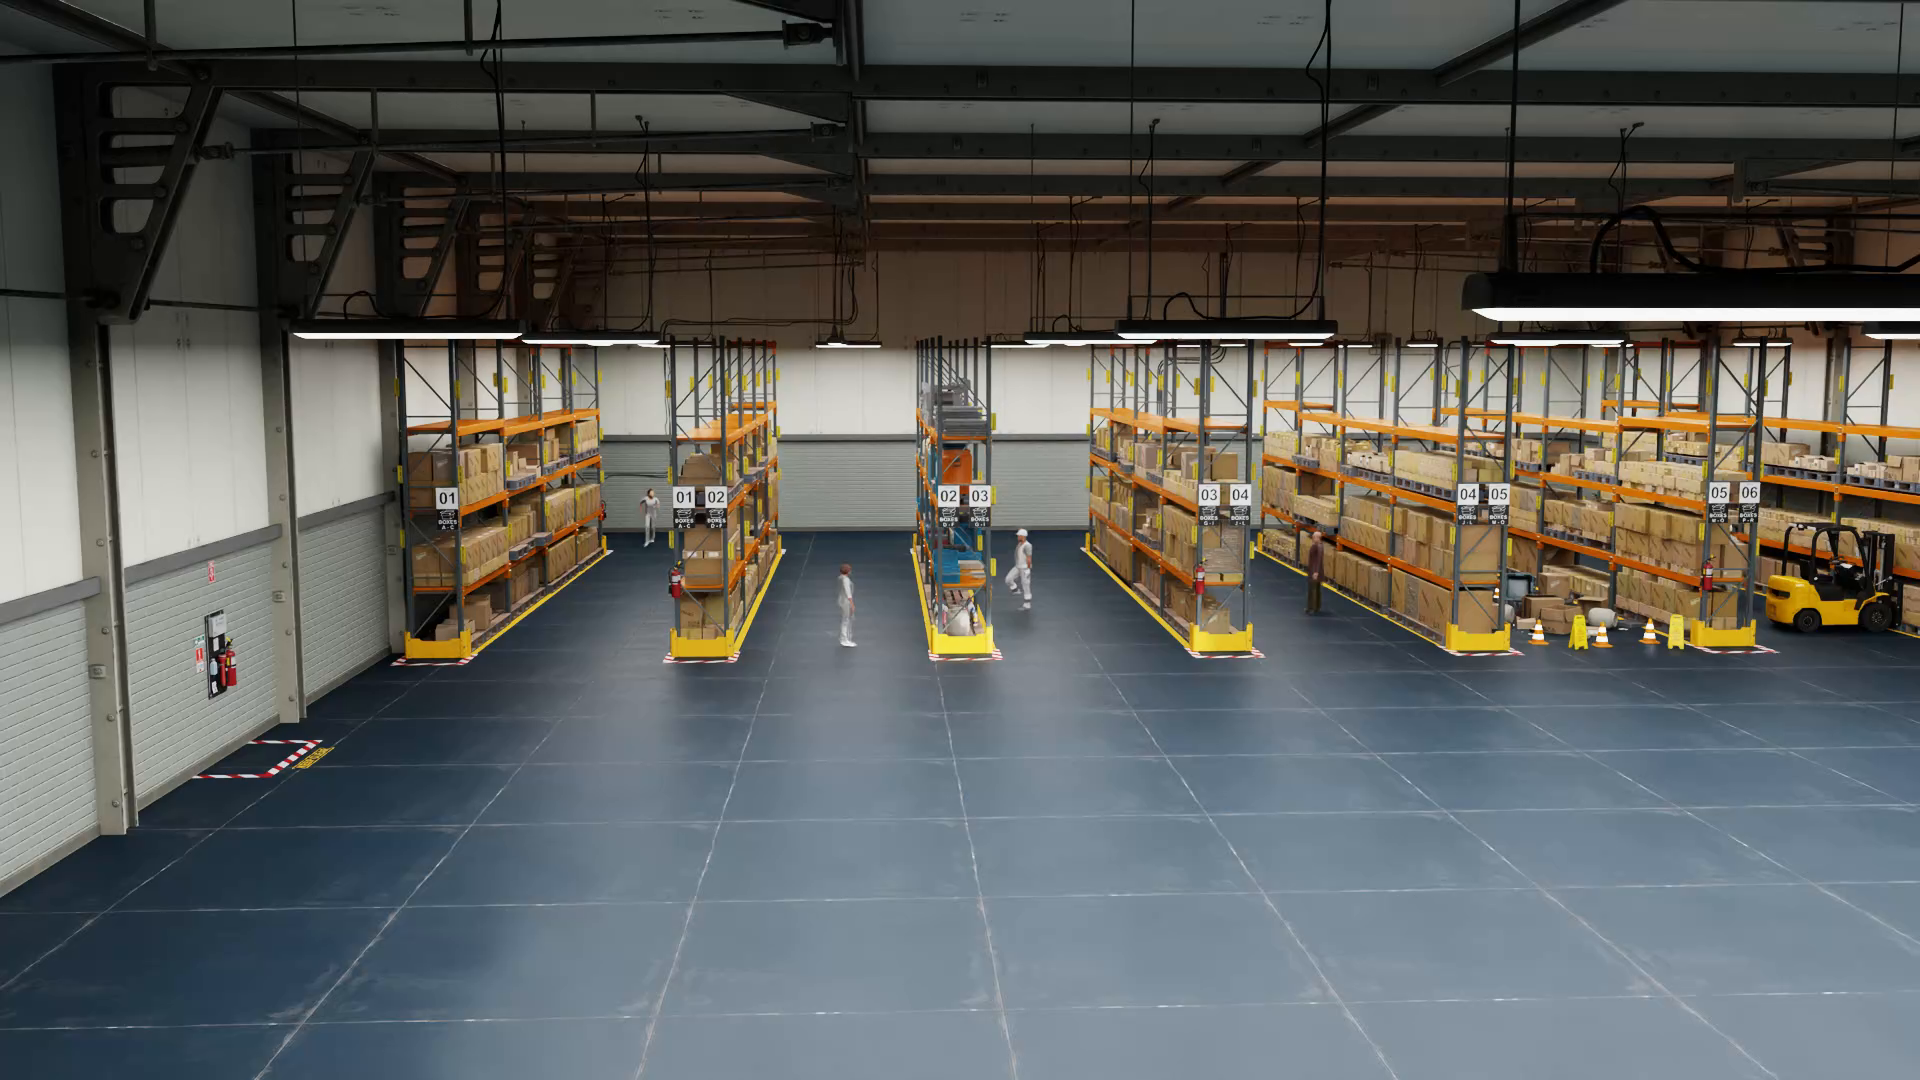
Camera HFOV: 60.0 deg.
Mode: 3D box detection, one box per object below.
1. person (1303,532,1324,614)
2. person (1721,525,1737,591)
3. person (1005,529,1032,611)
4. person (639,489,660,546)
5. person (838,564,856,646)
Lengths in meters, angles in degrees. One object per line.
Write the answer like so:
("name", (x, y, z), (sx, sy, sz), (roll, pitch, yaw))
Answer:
("person", (7.764, 0.700, 36.435), (0.439, 1.779, 0.591), (3, 7, 22))
("person", (17.524, 0.524, 38.082), (0.643, 1.798, 0.692), (-1, 7, -13))
("person", (1.280, 0.658, 36.692), (0.555, 1.790, 0.608), (-3, 7, -26))
("person", (-9.159, -0.689, 49.059), (0.629, 1.660, 0.923), (-1, 7, -8))
("person", (-2.202, 1.276, 32.372), (0.358, 1.646, 0.432), (-1, 7, -5))
